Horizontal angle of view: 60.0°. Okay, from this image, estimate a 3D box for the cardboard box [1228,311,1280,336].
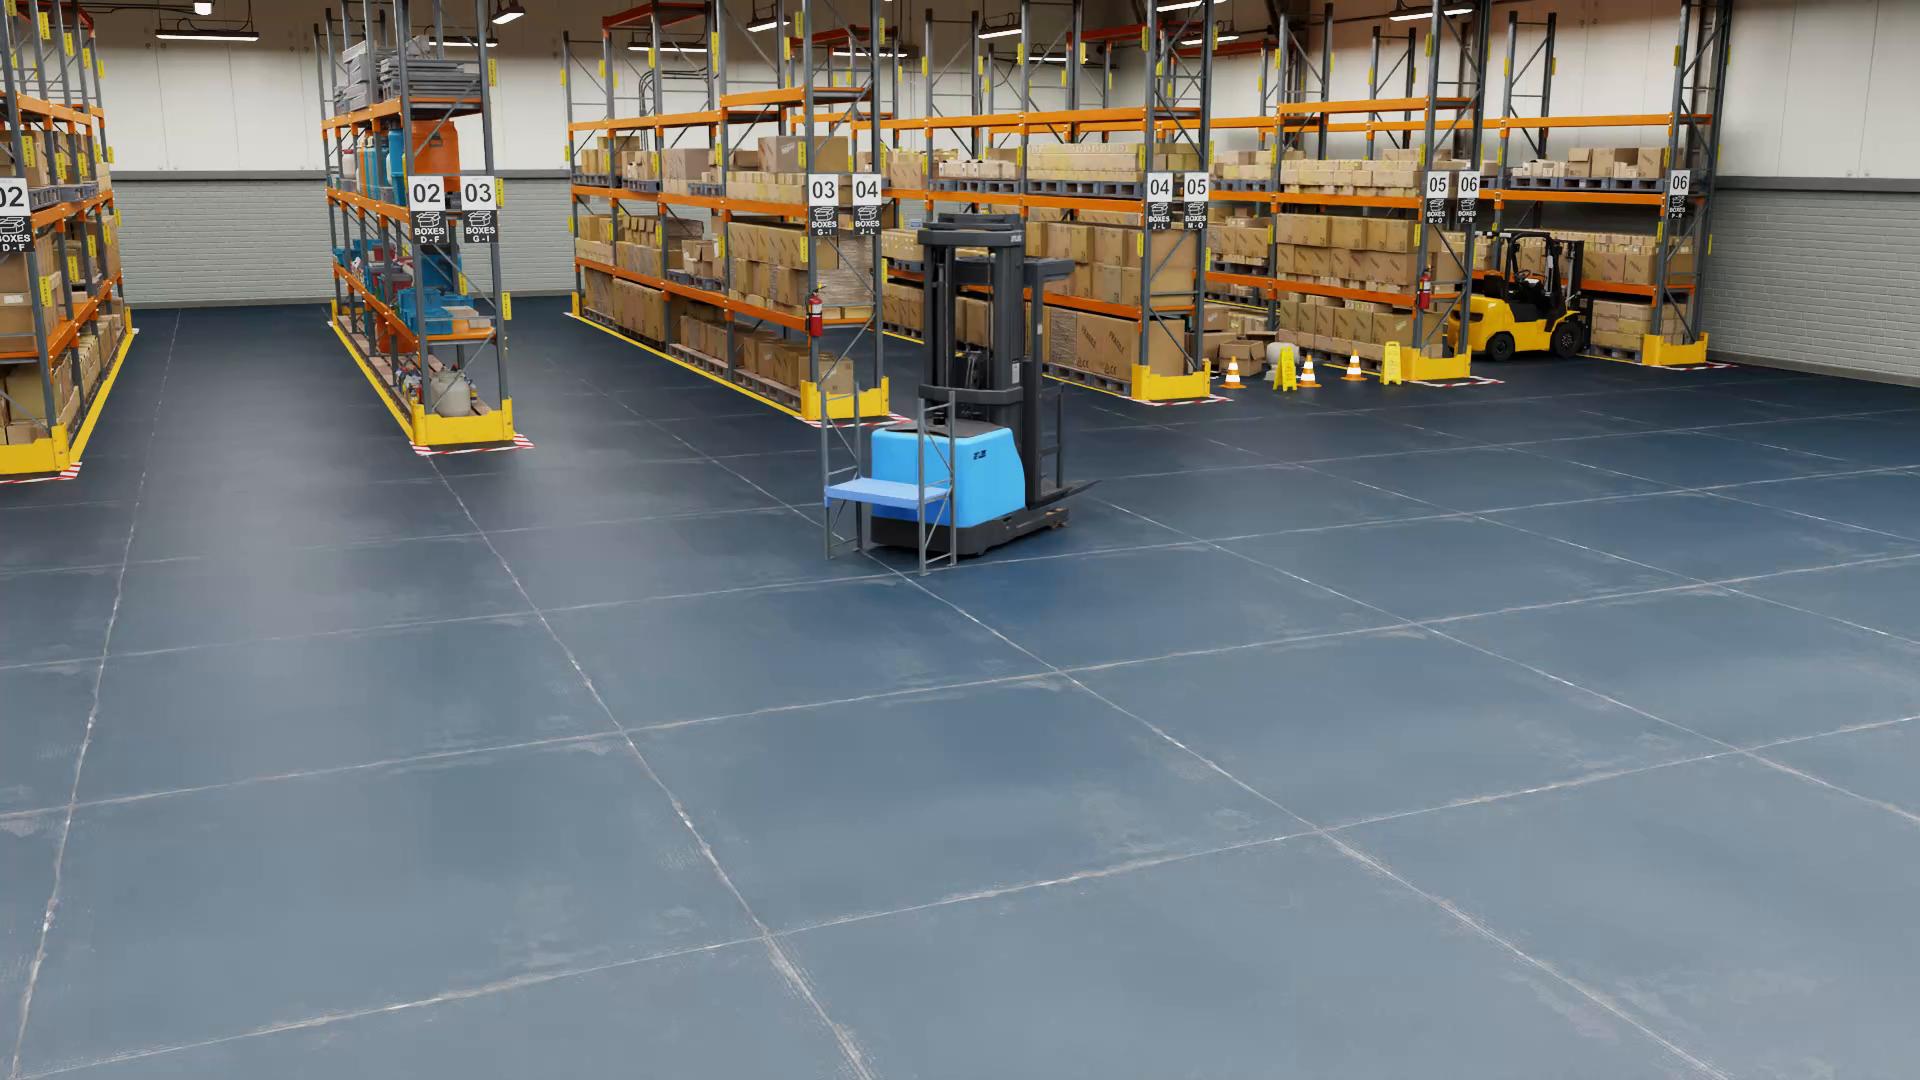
[{"bbox_3d":[5.453,-4.028,30.899,0.950,0.372,0.625,-5,14,-19],"label":"cardboard box"}]

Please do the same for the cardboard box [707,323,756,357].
[{"bbox_3d":[-3.748,-3.294,27.396,0.700,0.500,0.500,-7,15,-28],"label":"cardboard box"}]

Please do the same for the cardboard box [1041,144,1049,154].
[{"bbox_3d":[1.501,-6.149,26.151,0.380,0.149,0.250,-6,14,-23],"label":"cardboard box"}]

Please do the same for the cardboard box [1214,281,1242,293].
[{"bbox_3d":[6.577,-6.233,40.141,0.700,0.500,0.500,-6,14,-25],"label":"cardboard box"}]

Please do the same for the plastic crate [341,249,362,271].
[{"bbox_3d":[-11.366,-5.245,31.162,0.392,0.384,0.575,-6,14,-23],"label":"plastic crate"}]

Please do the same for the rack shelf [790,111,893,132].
[{"bbox_3d":[-2.544,-9.016,35.852,1.077,0.370,4.000,-6,14,-23],"label":"rack shelf"}]

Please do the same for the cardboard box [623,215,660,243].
[{"bbox_3d":[-6.065,-6.011,32.125,0.797,0.503,0.637,-6,14,-24],"label":"cardboard box"}]

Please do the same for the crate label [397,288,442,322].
[{"bbox_3d":[-7.044,-3.052,21.705,0.502,0.435,0.616,-6,14,-23],"label":"crate label"}]

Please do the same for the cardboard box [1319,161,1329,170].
[{"bbox_3d":[6.239,-6.271,27.827,0.380,0.149,0.250,-6,14,-25],"label":"cardboard box"}]

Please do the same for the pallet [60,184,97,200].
[{"bbox_3d":[-13.450,-5.122,24.495,1.213,0.211,1.003,-5,14,-20],"label":"pallet"}]

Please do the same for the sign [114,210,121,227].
[{"bbox_3d":[-16.492,-6.302,32.557,0.100,0.325,0.005,-6,14,-23],"label":"sign"}]

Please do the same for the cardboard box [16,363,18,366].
[{"bbox_3d":[-11.902,-1.958,20.562,0.500,0.500,0.500,-6,14,-23],"label":"cardboard box"}]

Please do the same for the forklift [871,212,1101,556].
[{"bbox_3d":[0.383,-1.576,15.560,1.130,2.935,3.031,8,15,30],"label":"forklift"}]

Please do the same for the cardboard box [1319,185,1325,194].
[{"bbox_3d":[6.272,-5.888,27.943,0.380,0.149,0.250,-6,14,-25],"label":"cardboard box"}]

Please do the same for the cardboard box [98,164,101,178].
[{"bbox_3d":[-15.575,-6.569,29.553,0.500,0.250,0.500,-6,14,-23],"label":"cardboard box"}]

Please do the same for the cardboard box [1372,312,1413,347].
[{"bbox_3d":[6.999,-3.393,26.763,0.500,0.500,0.500,-6,14,-23],"label":"cardboard box"}]

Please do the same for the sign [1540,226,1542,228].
[{"bbox_3d":[11.011,-5.807,31.594,0.100,0.325,0.005,-6,14,-23],"label":"sign"}]

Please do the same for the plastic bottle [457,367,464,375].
[{"bbox_3d":[-6.933,-2.215,23.069,0.144,0.351,0.185,-6,14,-23],"label":"plastic bottle"}]

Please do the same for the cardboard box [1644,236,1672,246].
[{"bbox_3d":[11.769,-5.035,28.032,0.380,0.149,0.250,-6,14,-23],"label":"cardboard box"}]

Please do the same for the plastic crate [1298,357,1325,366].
[{"bbox_3d":[5.834,-3.027,28.150,0.402,0.080,0.583,-12,18,-42],"label":"plastic crate"}]

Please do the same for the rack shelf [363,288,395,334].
[{"bbox_3d":[-8.463,-3.568,25.608,1.077,0.370,4.000,-6,14,-23],"label":"rack shelf"}]

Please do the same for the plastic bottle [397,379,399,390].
[{"bbox_3d":[-7.854,-2.209,23.371,0.097,0.201,0.097,0,13,0],"label":"plastic bottle"}]

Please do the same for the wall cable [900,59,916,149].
[{"bbox_3d":[-1.387,-11.399,44.546,0.463,3.000,0.029,-6,14,-23],"label":"wall cable"}]

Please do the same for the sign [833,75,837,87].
[{"bbox_3d":[-2.828,-10.360,37.631,0.100,0.325,0.005,-6,14,-23],"label":"sign"}]

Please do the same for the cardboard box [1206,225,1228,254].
[{"bbox_3d":[4.950,-5.638,31.146,0.500,0.500,0.500,-6,14,-25],"label":"cardboard box"}]

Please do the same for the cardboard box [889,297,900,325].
[{"bbox_3d":[-1.075,-4.520,32.742,0.500,0.500,0.500,-6,14,-25],"label":"cardboard box"}]

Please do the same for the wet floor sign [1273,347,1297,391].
[{"bbox_3d":[4.890,-2.579,24.962,0.267,0.644,0.232,-9,16,-33],"label":"wet floor sign"}]

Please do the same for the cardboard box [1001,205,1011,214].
[{"bbox_3d":[1.295,-7.632,39.132,0.500,0.500,0.500,-6,14,-24],"label":"cardboard box"}]

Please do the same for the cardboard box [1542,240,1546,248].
[{"bbox_3d":[10.760,-5.355,30.075,0.380,0.149,0.250,-6,14,-24],"label":"cardboard box"}]

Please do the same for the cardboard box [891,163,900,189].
[{"bbox_3d":[-1.011,-7.017,32.041,0.500,0.500,0.500,-6,14,-23],"label":"cardboard box"}]

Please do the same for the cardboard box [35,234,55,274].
[{"bbox_3d":[-12.018,-3.648,21.261,0.700,0.500,0.500,-6,14,-23],"label":"cardboard box"}]

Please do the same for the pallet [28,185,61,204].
[{"bbox_3d":[-11.836,-4.303,20.733,1.003,0.211,1.213,-6,14,-23],"label":"pallet"}]

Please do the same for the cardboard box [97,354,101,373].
[{"bbox_3d":[-13.370,-2.663,25.271,0.500,0.250,0.500,-5,14,-22],"label":"cardboard box"}]

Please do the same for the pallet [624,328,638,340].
[{"bbox_3d":[-5.950,-4.094,32.471,1.003,0.211,1.213,-6,14,-23],"label":"pallet"}]

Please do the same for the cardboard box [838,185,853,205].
[{"bbox_3d":[-1.477,-4.637,22.314,0.500,0.250,0.500,-5,14,-21],"label":"cardboard box"}]

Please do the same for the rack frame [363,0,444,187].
[{"bbox_3d":[-7.662,-6.428,23.066,1.000,3.000,0.127,-6,14,-23],"label":"rack frame"}]

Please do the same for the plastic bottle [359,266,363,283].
[{"bbox_3d":[-10.275,-4.556,28.541,0.061,0.283,0.133,-6,14,-23],"label":"plastic bottle"}]

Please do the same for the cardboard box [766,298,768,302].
[{"bbox_3d":[-2.558,-3.402,23.855,0.380,0.149,0.250,-6,14,-23],"label":"cardboard box"}]

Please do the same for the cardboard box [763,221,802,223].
[{"bbox_3d":[-2.691,-4.565,25.223,0.500,0.500,0.500,-6,14,-23],"label":"cardboard box"}]

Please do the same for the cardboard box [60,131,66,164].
[{"bbox_3d":[-14.177,-6.078,25.768,0.500,0.500,0.500,-6,14,-23],"label":"cardboard box"}]

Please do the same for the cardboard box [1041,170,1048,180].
[{"bbox_3d":[1.500,-5.761,26.241,0.380,0.149,0.250,-6,14,-23],"label":"cardboard box"}]

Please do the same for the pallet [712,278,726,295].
[{"bbox_3d":[-3.296,-4.030,26.436,1.003,0.211,1.213,-6,14,-23],"label":"pallet"}]

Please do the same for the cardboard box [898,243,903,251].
[{"bbox_3d":[-0.972,-5.603,31.773,0.380,0.149,0.250,-5,14,-22],"label":"cardboard box"}]

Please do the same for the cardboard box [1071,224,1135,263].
[{"bbox_3d":[2.215,-4.563,25.588,0.875,0.550,0.500,-6,14,-23],"label":"cardboard box"}]

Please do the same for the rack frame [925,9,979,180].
[{"bbox_3d":[-0.141,-8.129,30.415,1.000,3.000,0.127,-6,14,-23],"label":"rack frame"}]

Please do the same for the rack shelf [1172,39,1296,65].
[{"bbox_3d":[6.498,-11.554,39.439,1.077,0.370,4.000,-6,14,-23],"label":"rack shelf"}]

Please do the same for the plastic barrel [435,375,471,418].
[{"bbox_3d":[-6.393,-1.800,20.962,0.421,0.512,0.421,0,13,0],"label":"plastic barrel"}]

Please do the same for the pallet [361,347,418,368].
[{"bbox_3d":[-9.618,-3.132,28.315,1.003,0.211,1.213,-6,14,-23],"label":"pallet"}]

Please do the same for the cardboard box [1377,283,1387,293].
[{"bbox_3d":[6.927,-4.054,26.670,0.380,0.149,0.250,-6,14,-24],"label":"cardboard box"}]

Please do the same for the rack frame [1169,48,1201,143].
[{"bbox_3d":[5.696,-10.699,41.518,1.000,3.000,0.127,-6,14,-23],"label":"rack frame"}]

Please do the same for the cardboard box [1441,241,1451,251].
[{"bbox_3d":[9.660,-5.757,32.697,0.500,0.250,0.500,-5,14,-22],"label":"cardboard box"}]

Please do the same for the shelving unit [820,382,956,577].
[{"bbox_3d":[-0.610,-0.538,14.233,1.048,1.500,0.538,9,16,33],"label":"shelving unit"}]

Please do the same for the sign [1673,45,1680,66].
[{"bbox_3d":[11.603,-7.841,26.922,0.100,0.325,0.005,-6,14,-23],"label":"sign"}]

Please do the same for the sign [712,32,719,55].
[{"bbox_3d":[-3.630,-7.356,24.654,0.100,0.325,0.005,-6,14,-23],"label":"sign"}]

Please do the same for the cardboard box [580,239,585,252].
[{"bbox_3d":[-7.771,-6.273,35.375,0.500,0.250,0.500,-6,14,-24],"label":"cardboard box"}]
